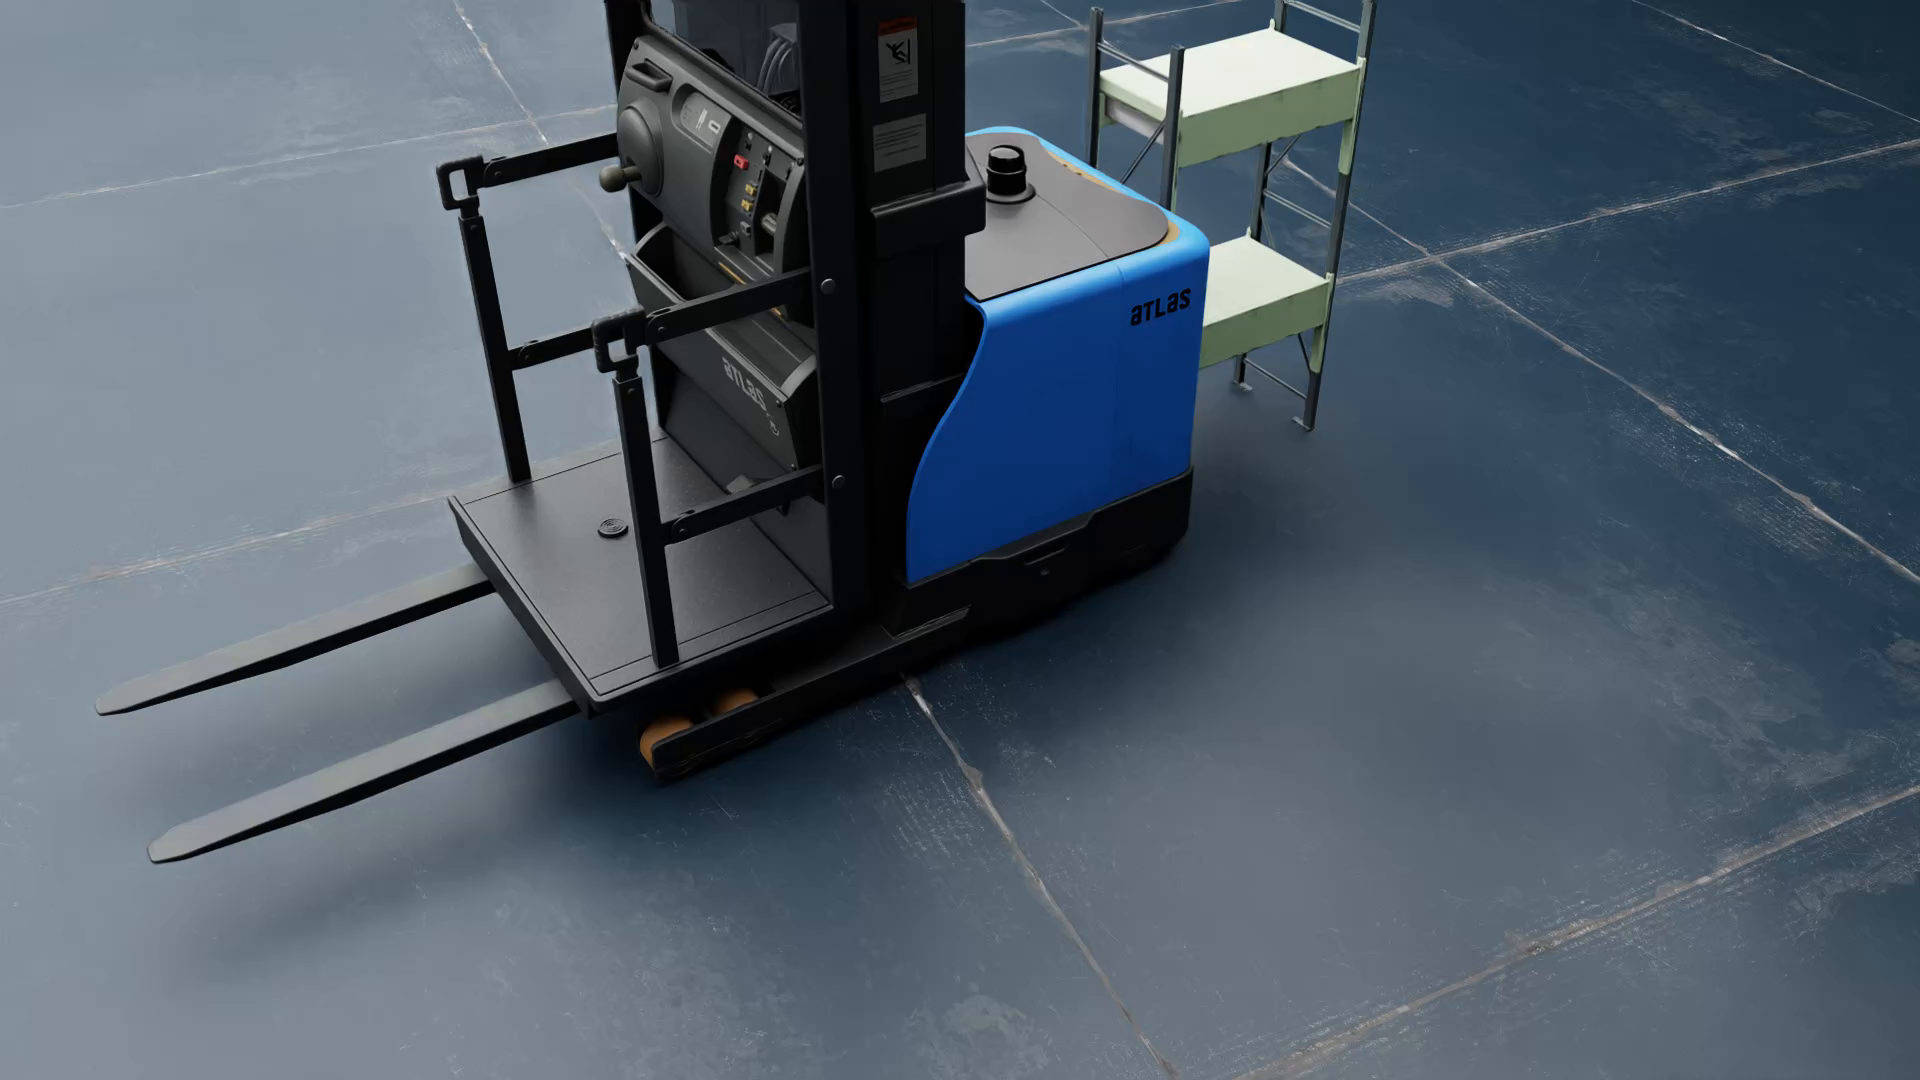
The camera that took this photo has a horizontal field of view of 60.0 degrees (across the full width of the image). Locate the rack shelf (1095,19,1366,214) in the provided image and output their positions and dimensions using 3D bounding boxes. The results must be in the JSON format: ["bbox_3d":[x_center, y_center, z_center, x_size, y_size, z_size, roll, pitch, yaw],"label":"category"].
[{"bbox_3d":[0.801,-1.273,5.052,0.720,0.370,0.431,-22,42,-26],"label":"rack shelf"}]

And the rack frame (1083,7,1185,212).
[{"bbox_3d":[0.496,-0.839,5.122,0.023,1.500,0.400,-22,42,-26],"label":"rack frame"}]

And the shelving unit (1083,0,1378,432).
[{"bbox_3d":[0.801,-0.959,5.284,0.755,1.500,0.431,-22,42,-26],"label":"shelving unit"}]

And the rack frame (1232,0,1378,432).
[{"bbox_3d":[1.106,-1.080,5.447,0.023,1.500,0.400,-22,42,-26],"label":"rack frame"}]

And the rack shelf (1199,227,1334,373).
[{"bbox_3d":[0.801,-0.697,5.479,0.720,0.370,0.431,-22,42,-26],"label":"rack shelf"}]

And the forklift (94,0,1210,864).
[{"bbox_3d":[-0.799,-0.911,4.018,3.031,2.935,1.130,-22,42,-26],"label":"forklift"}]
